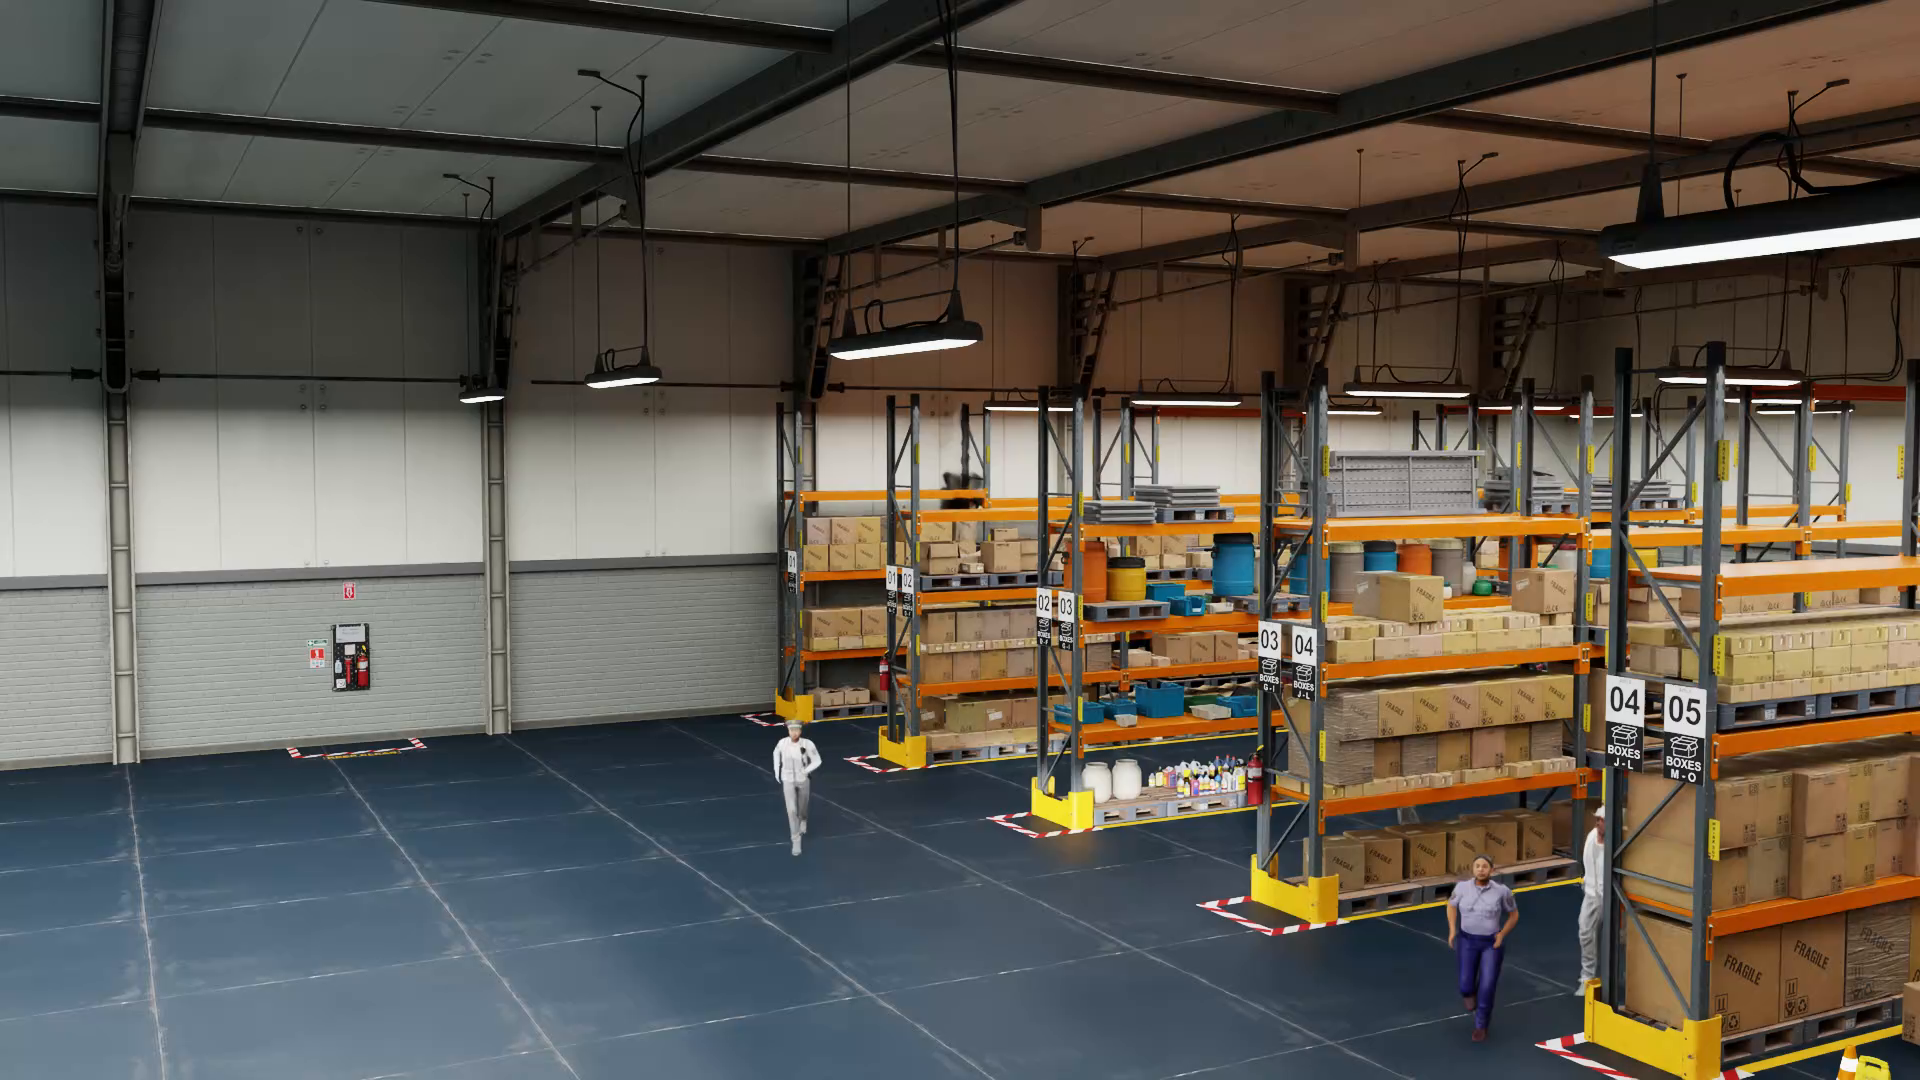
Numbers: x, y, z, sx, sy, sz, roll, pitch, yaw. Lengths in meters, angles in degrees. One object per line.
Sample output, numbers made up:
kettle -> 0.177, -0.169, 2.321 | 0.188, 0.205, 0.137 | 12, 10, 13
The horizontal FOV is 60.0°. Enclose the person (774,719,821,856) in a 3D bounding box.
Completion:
person -> -2.097, 3.116, 21.373 | 0.636, 1.693, 0.938 | 0, 3, 1

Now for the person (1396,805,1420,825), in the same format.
person -> 5.807, 3.050, 21.738 | 0.777, 1.826, 0.685 | -2, 4, -36

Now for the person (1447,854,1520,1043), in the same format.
person -> 4.573, 3.554, 14.583 | 0.617, 1.615, 0.513 | 1, 4, 23

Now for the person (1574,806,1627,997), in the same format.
person -> 6.169, 3.409, 15.787 | 0.901, 1.832, 0.685 | -2, 4, -31
